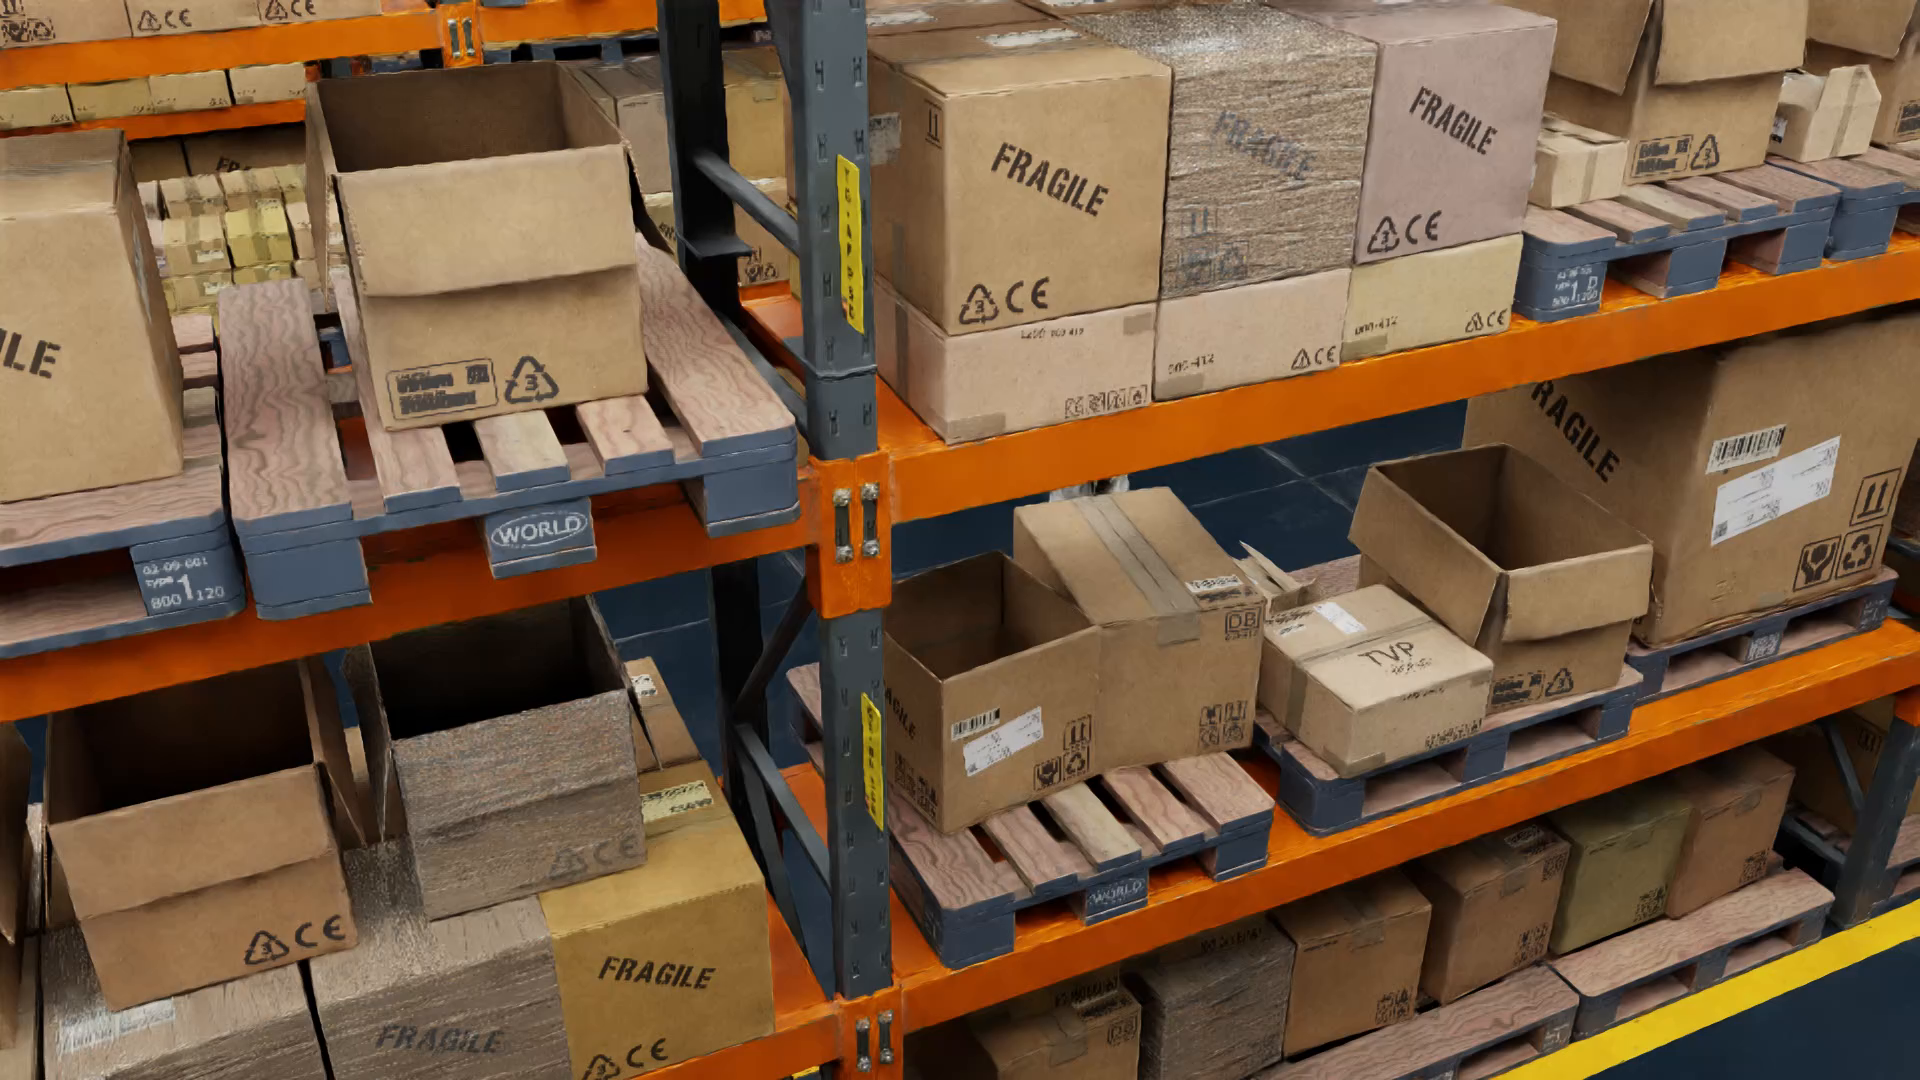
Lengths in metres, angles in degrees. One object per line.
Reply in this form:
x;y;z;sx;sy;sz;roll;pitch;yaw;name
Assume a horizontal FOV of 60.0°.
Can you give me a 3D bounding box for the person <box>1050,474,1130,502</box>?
0.580;-0.028;7.191;0.580;1.740;0.658;5;30;8;person
